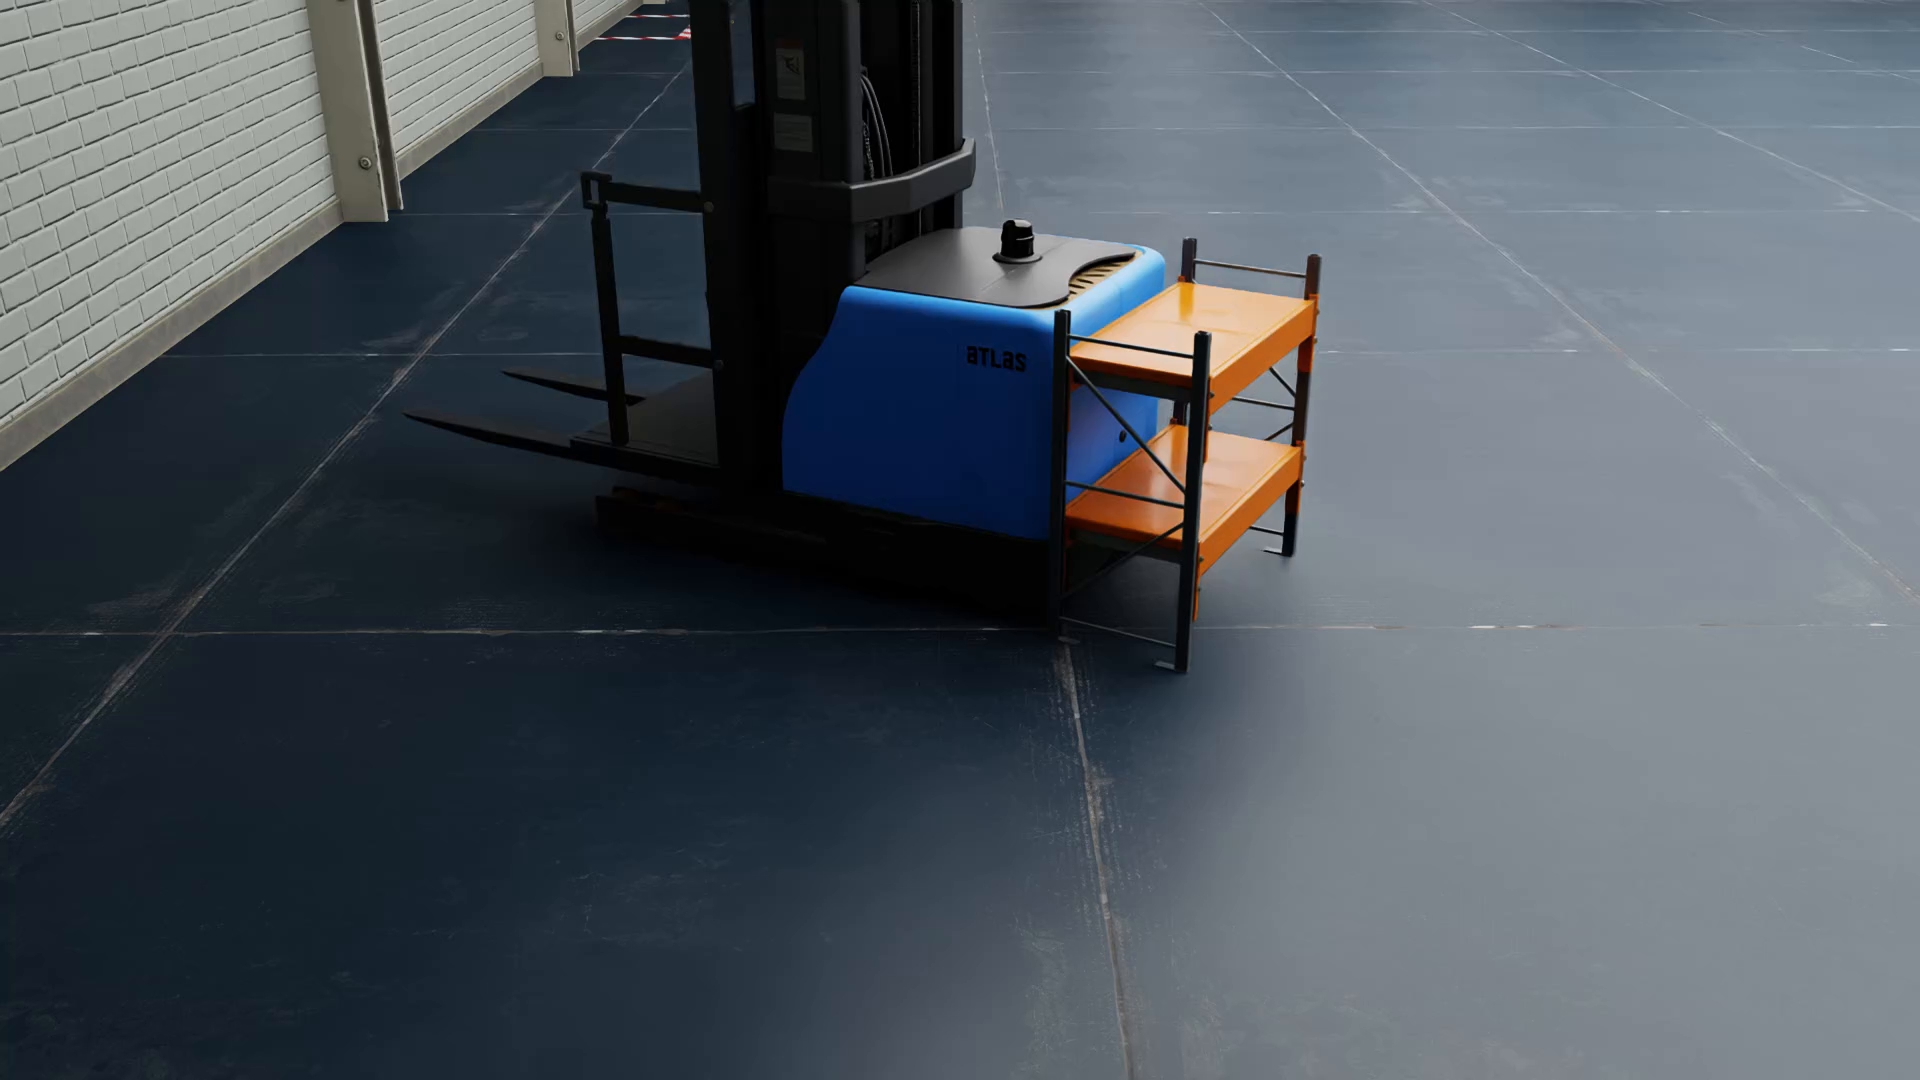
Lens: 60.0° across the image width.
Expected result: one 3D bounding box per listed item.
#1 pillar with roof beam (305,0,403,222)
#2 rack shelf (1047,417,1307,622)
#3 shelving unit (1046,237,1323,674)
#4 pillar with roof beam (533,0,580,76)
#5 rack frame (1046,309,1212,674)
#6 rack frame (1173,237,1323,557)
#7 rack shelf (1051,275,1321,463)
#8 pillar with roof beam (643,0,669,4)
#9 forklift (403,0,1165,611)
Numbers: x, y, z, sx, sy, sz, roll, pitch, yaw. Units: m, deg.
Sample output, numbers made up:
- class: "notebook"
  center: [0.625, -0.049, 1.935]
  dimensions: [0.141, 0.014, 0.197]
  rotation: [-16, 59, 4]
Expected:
- class: "pillar with roof beam"
  center: [0.407, -6.275, 9.204]
  dimensions: [9.100, 9.000, 0.400]
  rotation: [0, 24, -1]
- class: "rack shelf"
  center: [0.762, -0.099, 5.698]
  dimensions: [0.538, 0.278, 1.000]
  rotation: [13, 27, 27]
- class: "shelving unit"
  center: [0.762, -0.322, 5.597]
  dimensions: [0.538, 1.125, 1.048]
  rotation: [13, 27, 27]
- class: "pillar with roof beam"
  center: [0.341, -8.747, 14.670]
  dimensions: [9.100, 9.000, 0.400]
  rotation: [0, 24, -1]
- class: "rack frame"
  center: [0.512, -0.140, 5.194]
  dimensions: [0.500, 1.125, 0.032]
  rotation: [13, 27, 27]
- class: "rack frame"
  center: [1.012, -0.505, 6.001]
  dimensions: [0.500, 1.125, 0.032]
  rotation: [13, 27, 27]
- class: "rack shelf"
  center: [0.762, -0.589, 5.477]
  dimensions: [0.538, 0.278, 1.000]
  rotation: [13, 27, 27]
- class: "pillar with roof beam"
  center: [0.276, -11.219, 20.137]
  dimensions: [9.100, 9.000, 0.400]
  rotation: [0, 24, -1]
- class: "forklift"
  center: [-0.802, -1.501, 6.012]
  dimensions: [3.031, 2.935, 1.130]
  rotation: [12, 27, 24]
